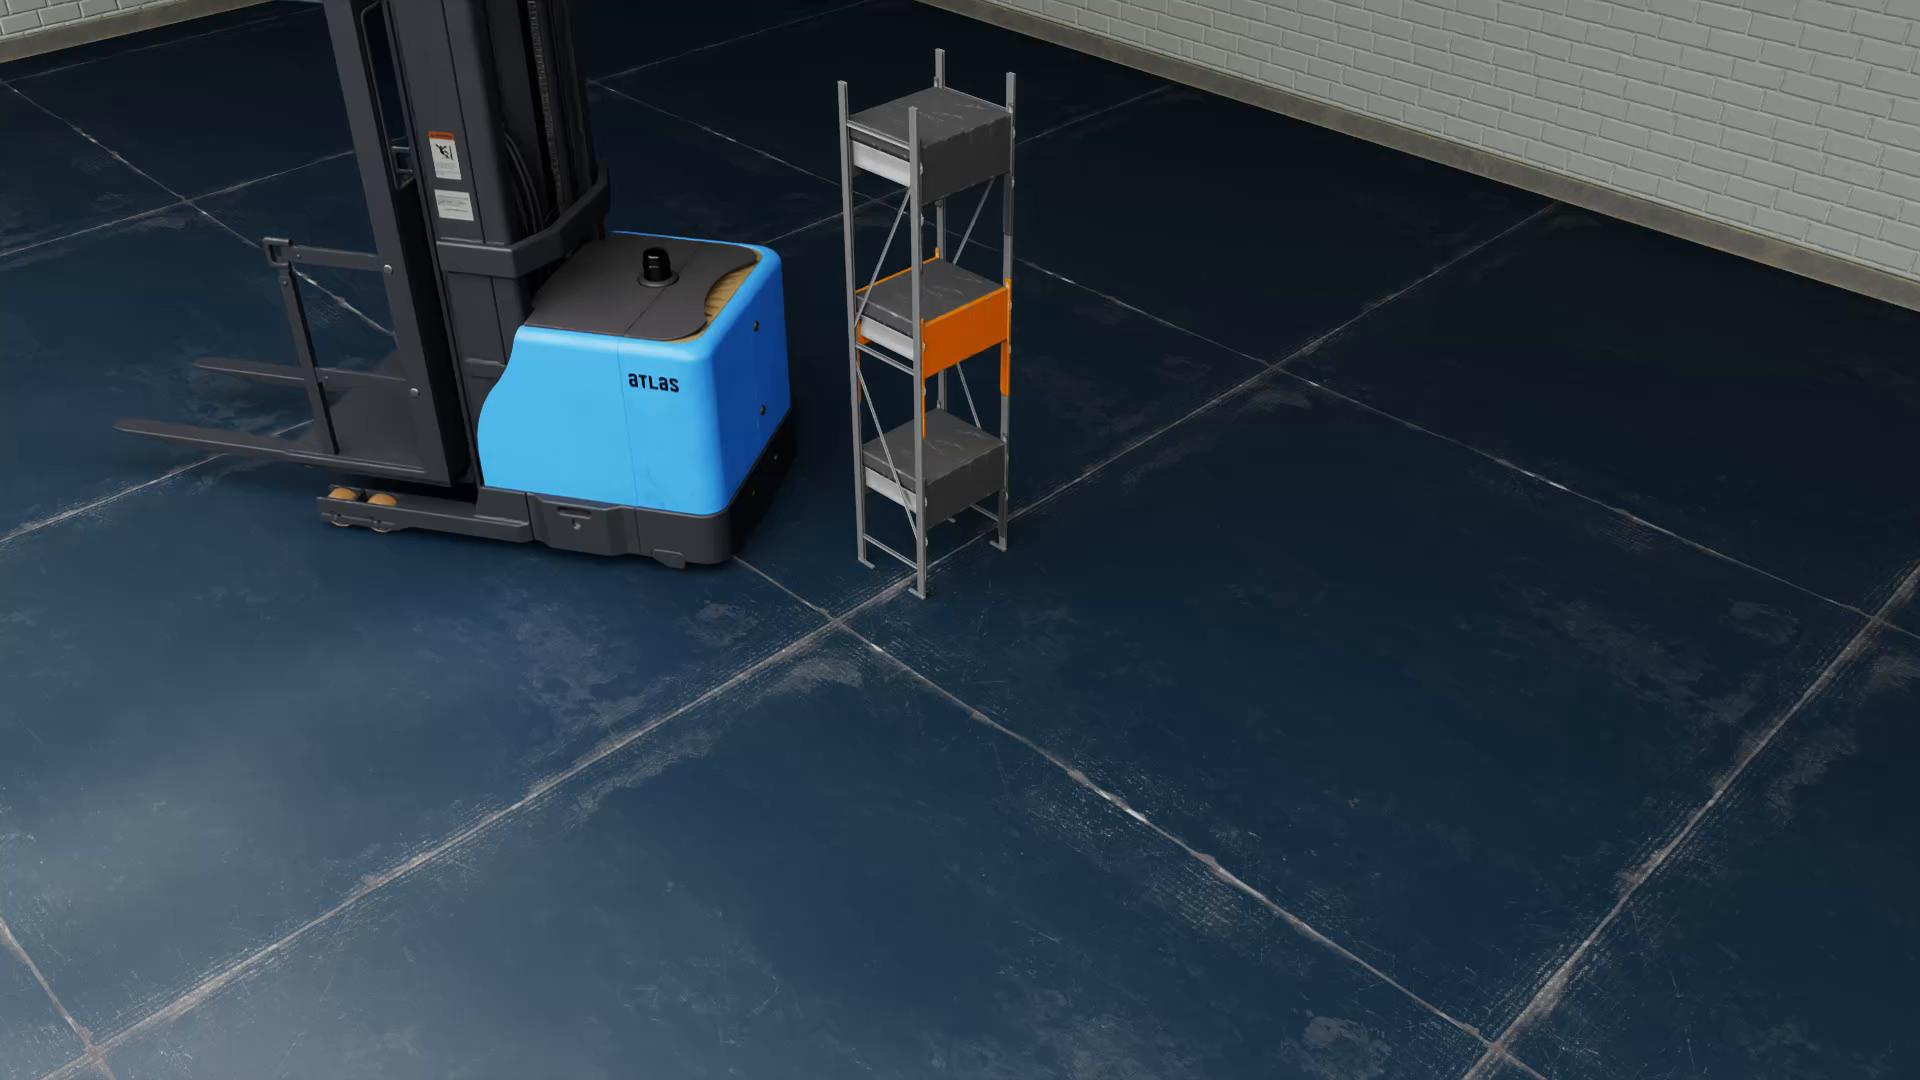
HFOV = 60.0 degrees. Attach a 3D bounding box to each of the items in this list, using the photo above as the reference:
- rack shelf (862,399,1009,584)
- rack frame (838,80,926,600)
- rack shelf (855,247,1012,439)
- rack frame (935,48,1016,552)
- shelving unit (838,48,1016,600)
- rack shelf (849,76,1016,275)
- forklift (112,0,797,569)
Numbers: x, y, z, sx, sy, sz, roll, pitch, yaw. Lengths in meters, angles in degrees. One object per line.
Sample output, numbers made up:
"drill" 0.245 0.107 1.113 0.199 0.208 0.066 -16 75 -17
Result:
"rack shelf" -0.117 -0.209 6.961 0.431 0.518 0.480 30 45 35
"rack frame" -0.289 -0.695 6.411 0.400 2.100 0.015 30 45 35
"rack shelf" -0.117 -0.783 6.561 0.431 0.518 0.480 30 45 35
"rack frame" 0.055 -0.893 6.695 0.400 2.100 0.015 30 45 35
"shelving unit" -0.117 -0.794 6.553 0.431 2.100 0.503 30 45 35
"rack shelf" -0.117 -1.357 6.160 0.431 0.518 0.480 30 45 35
"forklift" -2.332 -1.521 6.868 3.031 2.935 1.130 8 36 11
